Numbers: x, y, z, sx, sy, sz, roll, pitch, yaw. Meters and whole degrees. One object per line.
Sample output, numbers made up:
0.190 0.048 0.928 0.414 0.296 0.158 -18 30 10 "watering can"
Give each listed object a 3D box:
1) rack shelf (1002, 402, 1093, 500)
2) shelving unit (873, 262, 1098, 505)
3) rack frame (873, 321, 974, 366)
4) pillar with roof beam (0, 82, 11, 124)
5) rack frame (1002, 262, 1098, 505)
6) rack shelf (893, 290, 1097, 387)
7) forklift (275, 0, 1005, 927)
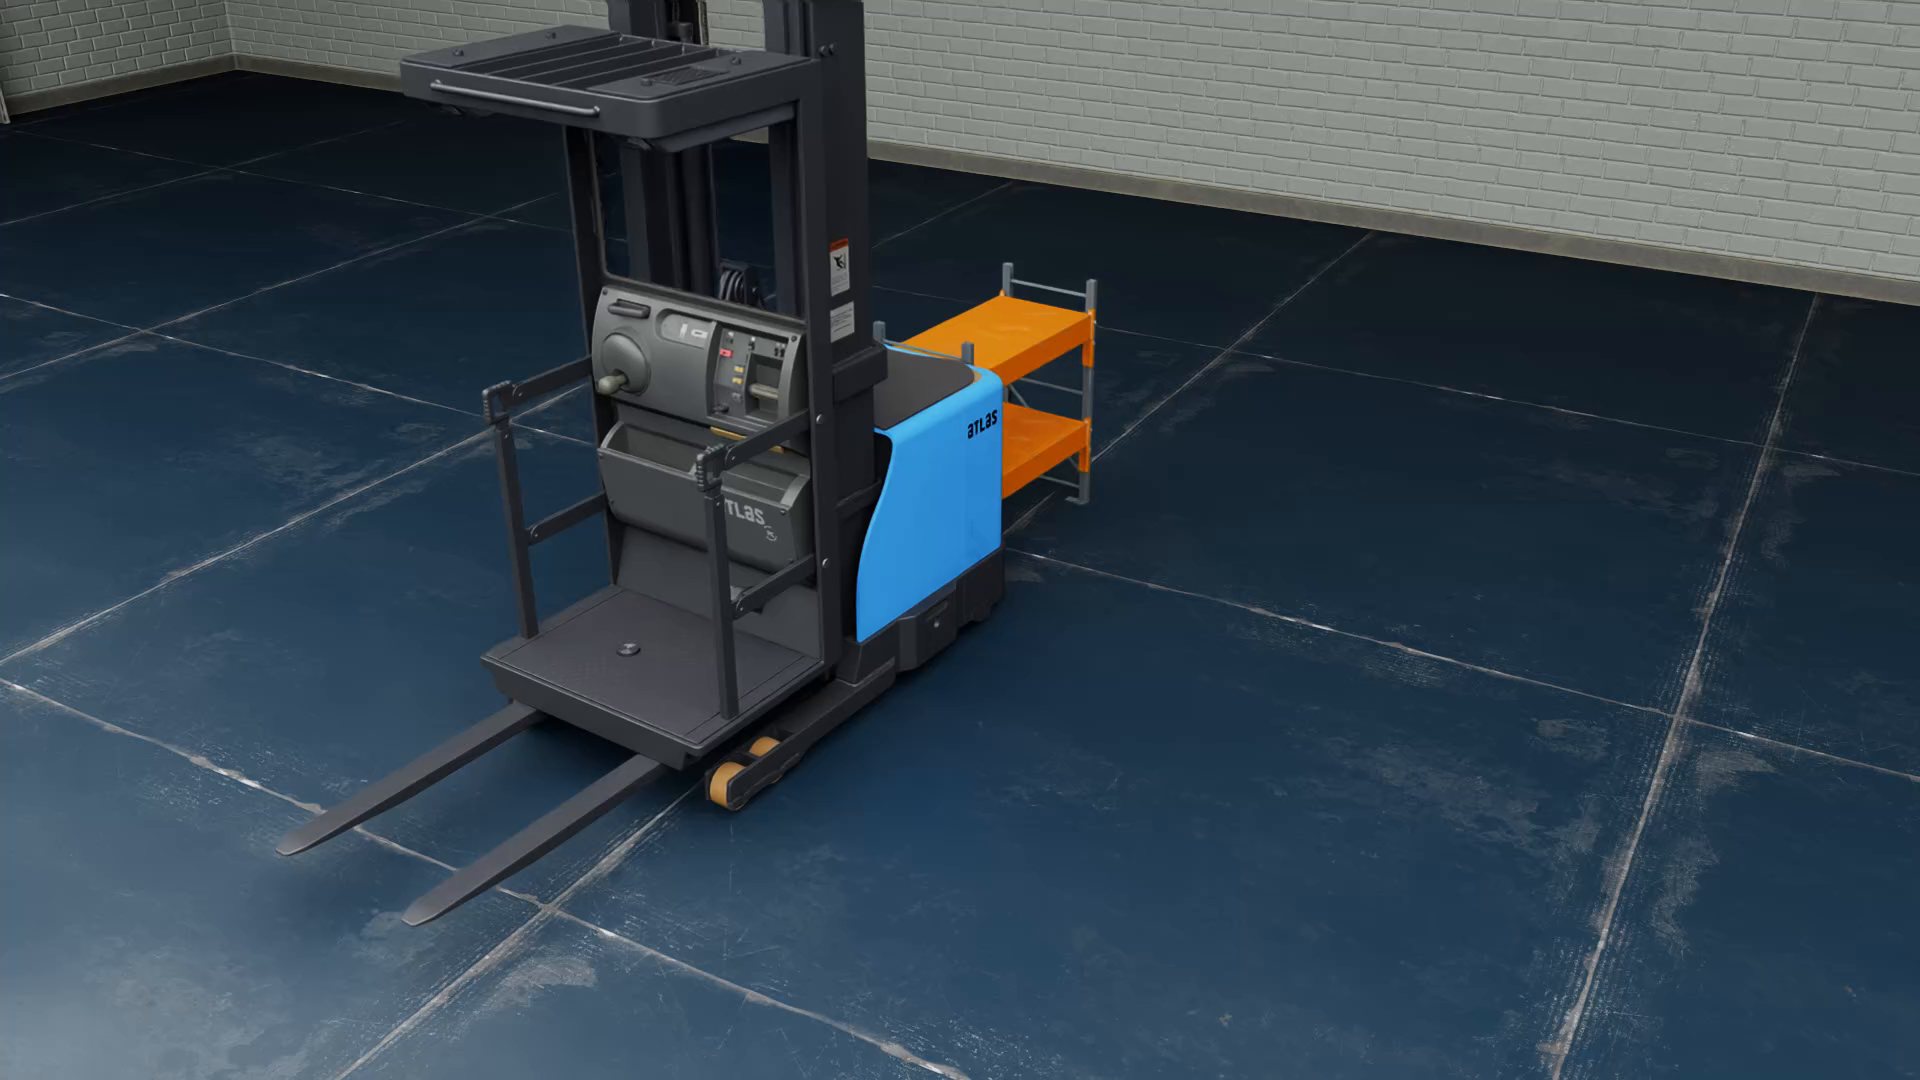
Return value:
0.130 -0.337 7.712 0.538 0.278 1.000 17 31 30 "rack shelf"
0.130 -0.555 7.602 0.538 1.125 1.048 17 31 30 "shelving unit"
-0.156 -0.367 7.227 0.500 1.125 0.032 17 31 30 "rack frame"
-5.357 -6.937 11.556 9.100 9.000 0.400 14 30 26 "pillar with roof beam"
0.415 -0.743 7.978 0.500 1.125 0.032 17 31 30 "rack frame"
0.130 -0.817 7.471 0.538 0.278 1.000 17 31 30 "rack shelf"
-1.054 -0.604 5.683 1.130 2.935 3.031 17 31 30 "forklift"
